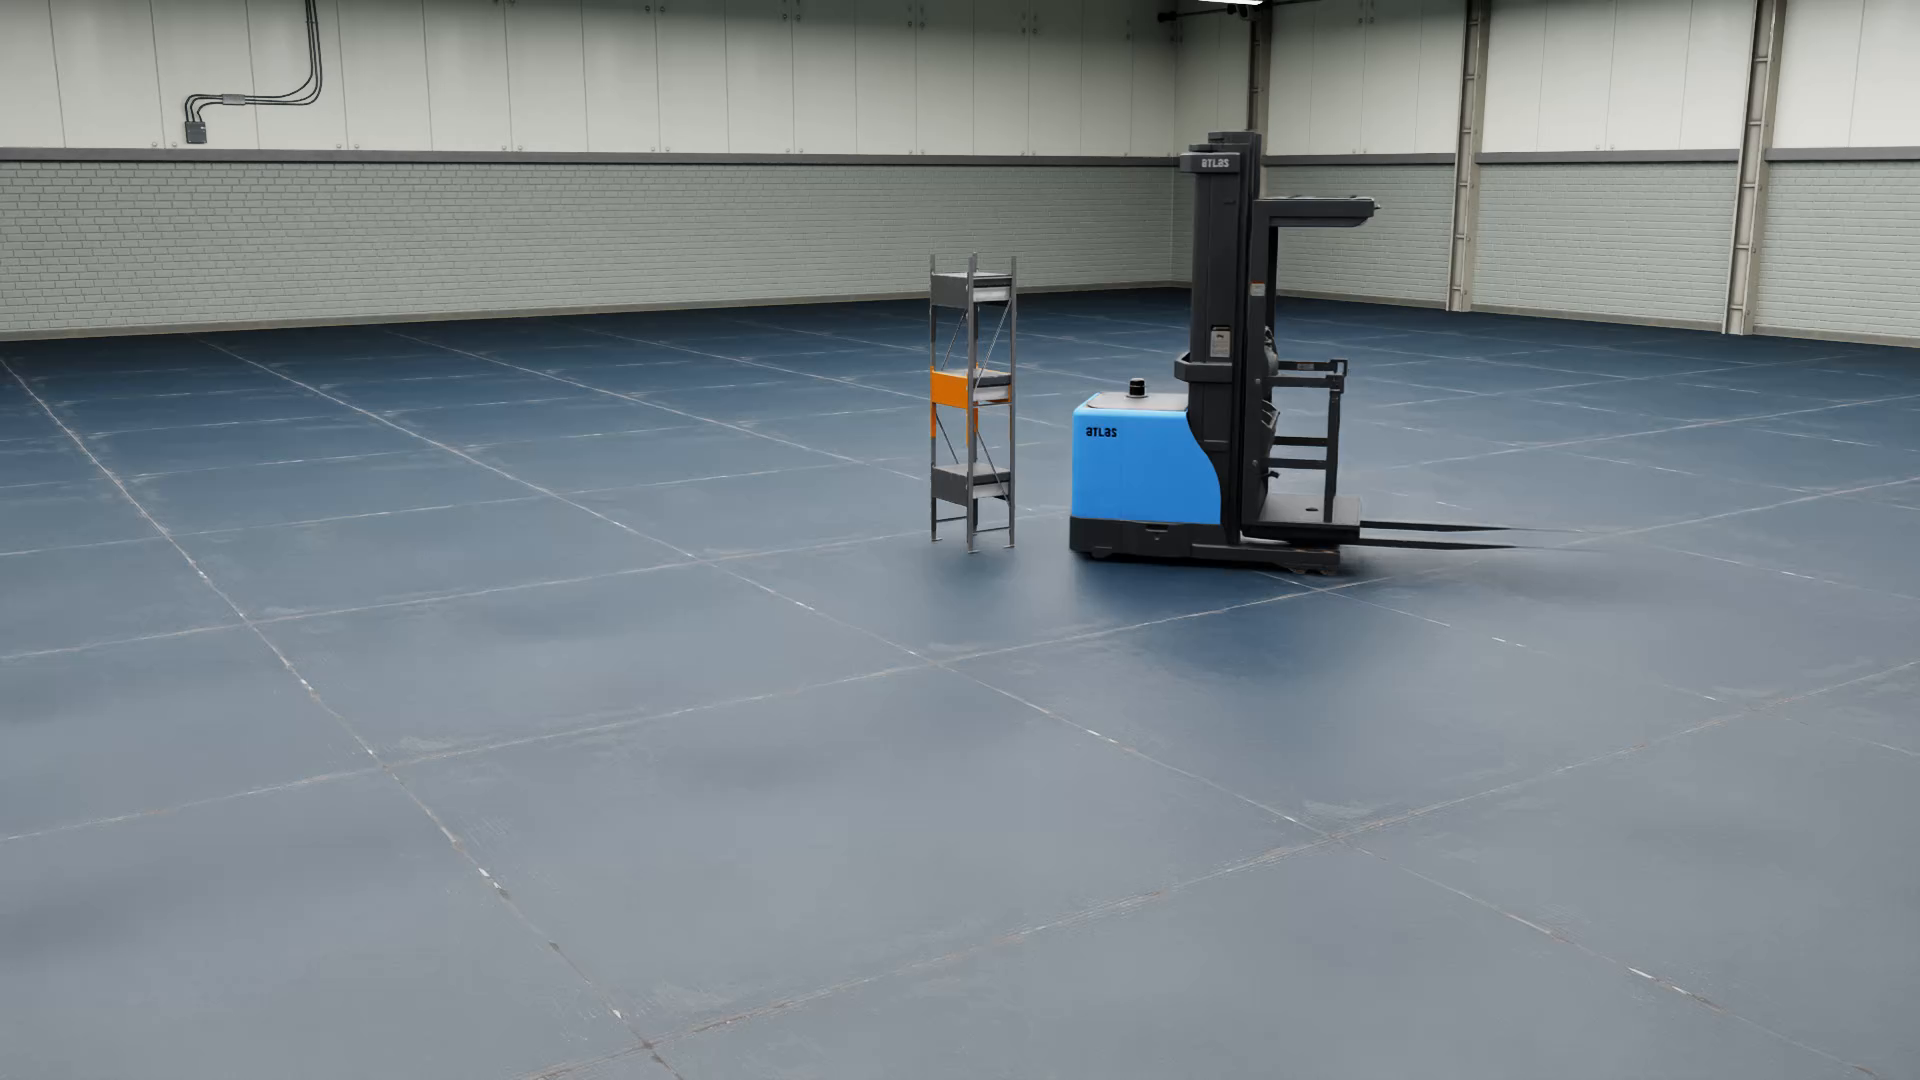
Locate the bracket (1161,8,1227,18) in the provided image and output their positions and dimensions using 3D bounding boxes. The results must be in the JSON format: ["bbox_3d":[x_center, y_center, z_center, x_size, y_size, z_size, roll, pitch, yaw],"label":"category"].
[{"bbox_3d":[5.191,-12.178,38.562,0.076,0.066,3.189,-8,15,-33],"label":"bracket"}]

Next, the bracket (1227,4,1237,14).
[{"bbox_3d":[6.176,-11.862,37.115,0.235,0.232,0.430,-8,15,-33],"label":"bracket"}]

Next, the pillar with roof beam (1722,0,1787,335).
[{"bbox_3d":[9.767,-7.428,25.265,9.100,9.000,0.400,-8,15,-33],"label":"pillar with roof beam"}]

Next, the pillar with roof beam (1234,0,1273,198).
[{"bbox_3d":[3.118,-9.562,35.024,9.100,9.000,0.548,-8,15,-33],"label":"pillar with roof beam"}]

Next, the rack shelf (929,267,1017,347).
[{"bbox_3d":[0.092,-1.667,11.856,0.431,0.518,0.480,-8,15,-33],"label":"rack shelf"}]

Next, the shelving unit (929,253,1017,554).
[{"bbox_3d":[0.092,-0.996,12.003,0.431,2.100,0.503,-8,15,-33],"label":"shelving unit"}]

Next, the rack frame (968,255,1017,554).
[{"bbox_3d":[0.227,-0.953,11.804,0.400,2.100,0.015,-8,15,-33],"label":"rack frame"}]

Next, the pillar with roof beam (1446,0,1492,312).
[{"bbox_3d":[6.442,-8.495,30.145,9.100,9.000,0.400,-8,15,-33],"label":"pillar with roof beam"}]

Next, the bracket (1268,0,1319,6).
[{"bbox_3d":[8.064,-11.256,34.345,0.076,0.066,4.783,-8,15,-33],"label":"bracket"}]

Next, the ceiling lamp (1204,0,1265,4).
[{"bbox_3d":[4.713,-11.649,30.903,2.000,3.185,0.800,-8,15,-33],"label":"ceiling lamp"}]

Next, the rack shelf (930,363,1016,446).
[{"bbox_3d":[0.092,-0.983,12.006,0.431,0.518,0.480,-8,15,-33],"label":"rack shelf"}]

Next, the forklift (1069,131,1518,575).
[{"bbox_3d":[2.346,-1.318,11.528,3.031,2.935,1.130,3,13,14],"label":"forklift"}]

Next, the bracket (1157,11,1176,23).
[{"bbox_3d":[4.863,-12.284,39.043,0.235,0.232,0.430,-8,15,-33],"label":"bracket"}]

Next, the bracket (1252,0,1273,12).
[{"bbox_3d":[6.636,-11.714,36.440,0.235,0.232,0.430,-8,15,-33],"label":"bracket"}]

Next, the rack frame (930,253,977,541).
[{"bbox_3d":[-0.043,-1.040,12.201,0.400,2.100,0.015,-8,15,-33],"label":"rack frame"}]

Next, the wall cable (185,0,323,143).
[{"bbox_3d":[-12.141,-9.806,28.179,2.305,6.003,0.169,-8,15,-33],"label":"wall cable"}]

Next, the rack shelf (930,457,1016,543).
[{"bbox_3d":[0.092,-0.299,12.155,0.431,0.518,0.480,-8,15,-33],"label":"rack shelf"}]
